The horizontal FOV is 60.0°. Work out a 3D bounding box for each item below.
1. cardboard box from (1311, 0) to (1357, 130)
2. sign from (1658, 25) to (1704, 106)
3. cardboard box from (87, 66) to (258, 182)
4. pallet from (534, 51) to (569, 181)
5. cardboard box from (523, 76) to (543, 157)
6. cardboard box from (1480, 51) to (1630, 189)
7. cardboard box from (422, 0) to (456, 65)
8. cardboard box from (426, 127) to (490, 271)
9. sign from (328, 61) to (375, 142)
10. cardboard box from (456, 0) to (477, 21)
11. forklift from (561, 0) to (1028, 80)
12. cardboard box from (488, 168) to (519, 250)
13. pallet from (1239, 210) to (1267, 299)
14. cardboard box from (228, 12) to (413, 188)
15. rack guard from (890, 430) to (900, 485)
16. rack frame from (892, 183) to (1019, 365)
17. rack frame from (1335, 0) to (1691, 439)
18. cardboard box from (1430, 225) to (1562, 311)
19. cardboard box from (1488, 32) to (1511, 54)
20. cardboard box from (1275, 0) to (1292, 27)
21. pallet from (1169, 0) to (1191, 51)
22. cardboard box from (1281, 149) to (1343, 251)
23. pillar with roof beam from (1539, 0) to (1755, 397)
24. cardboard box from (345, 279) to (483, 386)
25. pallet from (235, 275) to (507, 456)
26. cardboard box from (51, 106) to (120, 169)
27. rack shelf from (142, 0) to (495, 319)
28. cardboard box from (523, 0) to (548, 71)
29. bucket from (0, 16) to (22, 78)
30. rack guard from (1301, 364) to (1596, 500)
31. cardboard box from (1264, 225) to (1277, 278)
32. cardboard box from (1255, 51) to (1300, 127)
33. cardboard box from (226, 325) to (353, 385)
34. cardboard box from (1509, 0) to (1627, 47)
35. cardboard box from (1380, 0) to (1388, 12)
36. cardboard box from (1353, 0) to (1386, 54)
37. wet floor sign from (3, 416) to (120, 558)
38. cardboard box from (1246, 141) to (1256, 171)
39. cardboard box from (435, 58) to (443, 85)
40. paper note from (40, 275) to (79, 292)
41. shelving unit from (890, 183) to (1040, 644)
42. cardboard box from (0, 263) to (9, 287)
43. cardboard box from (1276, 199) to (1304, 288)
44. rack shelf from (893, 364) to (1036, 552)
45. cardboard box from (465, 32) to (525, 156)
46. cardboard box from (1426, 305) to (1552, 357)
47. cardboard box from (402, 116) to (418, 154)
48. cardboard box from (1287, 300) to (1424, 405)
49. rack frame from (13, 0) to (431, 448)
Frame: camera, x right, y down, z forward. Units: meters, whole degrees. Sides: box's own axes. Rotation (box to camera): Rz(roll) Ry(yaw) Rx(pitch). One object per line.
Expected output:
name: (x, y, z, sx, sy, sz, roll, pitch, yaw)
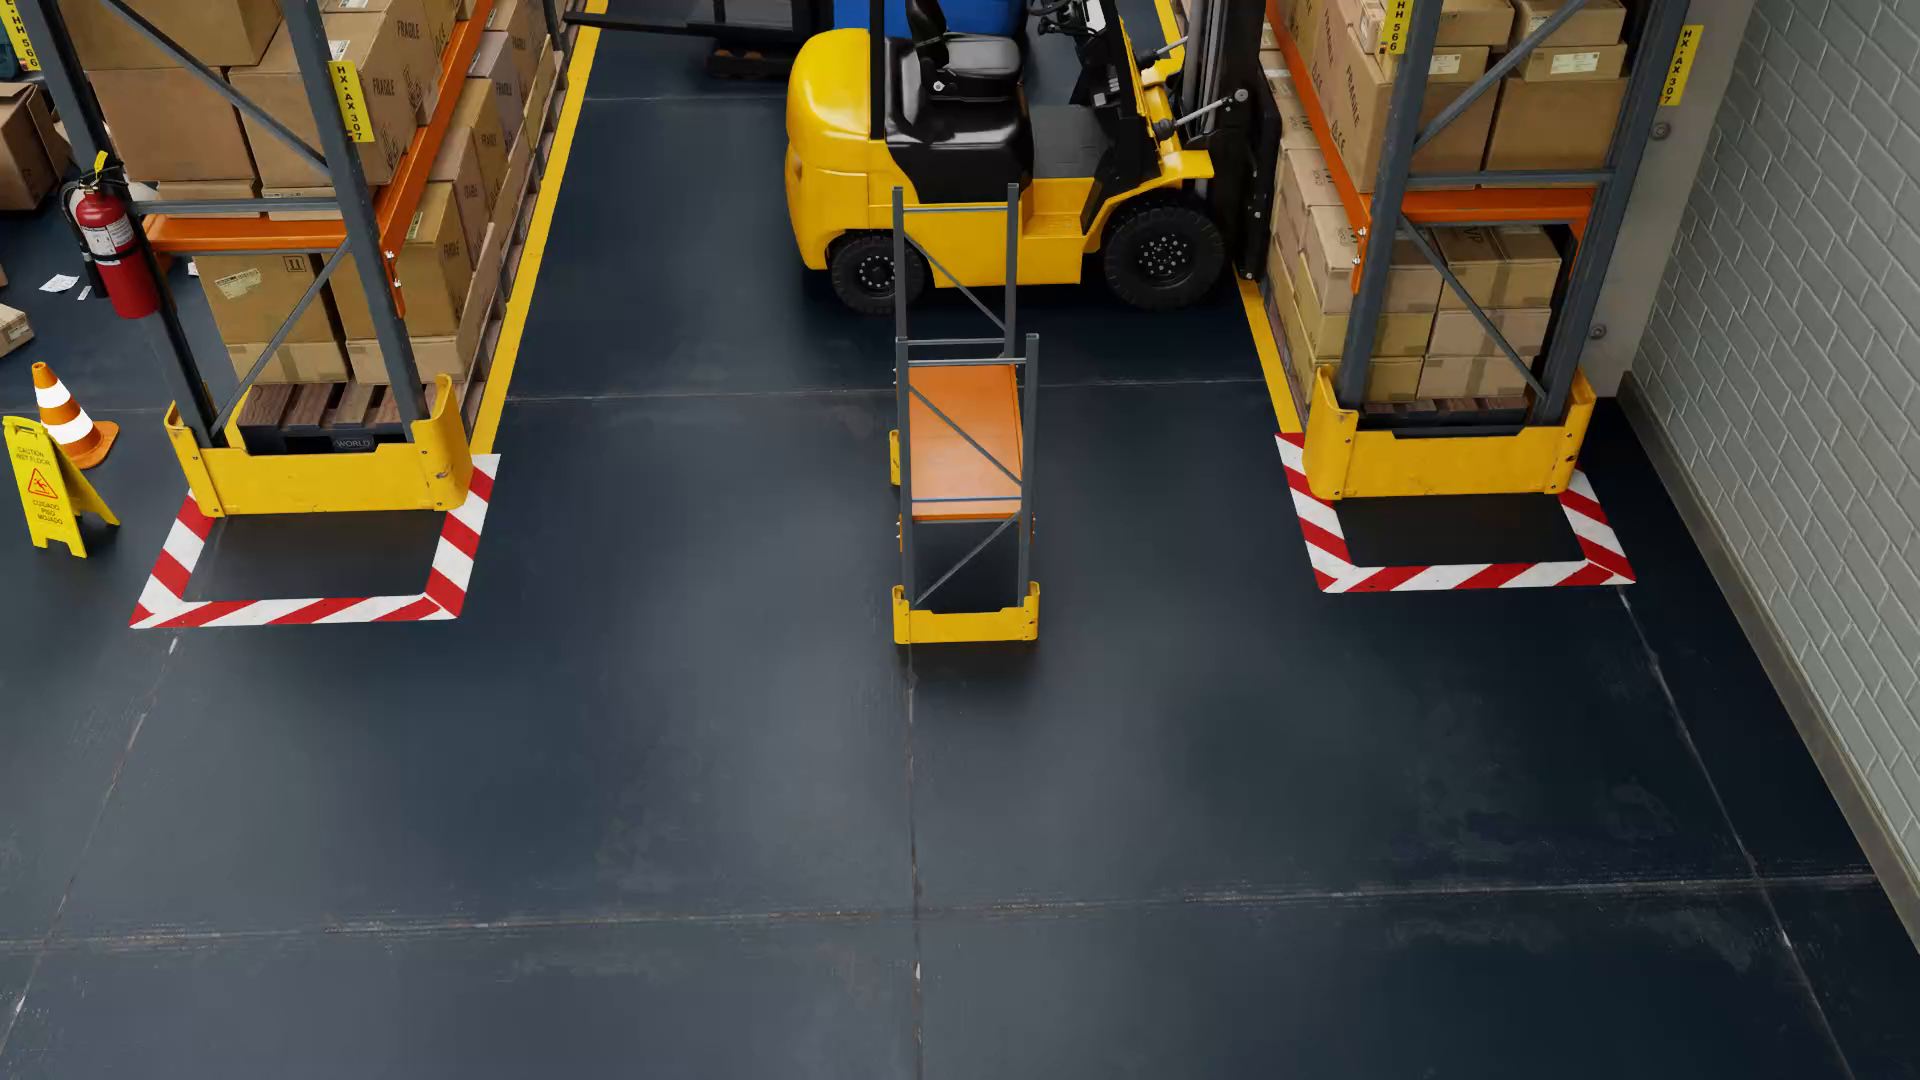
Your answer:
cardboard box: (1.864, -2.145, 7.296, 0.500, 0.500, 0.500, 0, 43, 0)
sign: (2.715, -1.793, 6.287, 0.100, 0.325, 0.005, -2, 43, -2)
cardboard box: (-3.097, -1.793, 6.692, 0.500, 0.500, 0.500, -2, 43, -3)
pallet: (-2.905, -2.508, 9.830, 1.003, 0.211, 1.213, -2, 43, -2)
cardboard box: (-2.643, -2.379, 9.349, 0.500, 0.250, 0.500, -3, 43, -3)
cardboard box: (2.416, -1.812, 6.933, 0.500, 0.500, 0.500, 0, 43, 0)
cardboard box: (-2.590, -2.456, 7.415, 0.500, 0.500, 0.500, -2, 43, -3)
cardboard box: (-2.585, -1.627, 7.974, 0.500, 0.500, 0.500, -3, 43, -3)
sign: (-2.257, -1.623, 6.160, 0.100, 0.325, 0.005, -2, 43, -2)
cardboard box: (-2.576, -2.655, 8.113, 0.380, 0.149, 0.250, -1, 43, -1)
forklift: (-1.126, -4.293, 9.765, 3.031, 2.935, 1.130, 6, 43, 7)
cardboard box: (-2.607, -1.694, 8.603, 0.500, 0.250, 0.500, 1, 43, 1)
pallet: (2.037, -1.742, 8.994, 1.003, 0.211, 1.213, -2, 43, -2)
cardboard box: (-2.542, -1.762, 6.658, 0.500, 0.500, 0.500, -2, 43, -2)
rack guard: (-0.018, -0.377, 7.476, 0.587, 0.250, 0.087, -2, 43, -2)
rack frame: (-0.018, -0.838, 7.055, 0.500, 1.500, 0.032, -2, 43, -2)
rack frame: (2.160, -1.433, 6.593, 1.000, 3.000, 0.127, -2, 43, -2)
cardboard box: (2.329, -1.272, 7.402, 0.500, 0.250, 0.500, -2, 43, -2)
cardboard box: (2.331, -2.110, 6.778, 0.380, 0.149, 0.250, -2, 43, -2)
cardboard box: (1.810, -2.830, 8.043, 0.500, 0.500, 0.500, -1, 43, -2)
pallet: (1.920, -3.601, 11.023, 1.003, 0.211, 1.213, -2, 43, -2)
cardboard box: (1.801, -1.589, 7.748, 0.500, 0.250, 0.500, -1, 43, -1)
pillar with roof beam: (-1.270, -4.017, 4.972, 9.100, 9.000, 0.400, -2, 43, -2)
cardboard box: (-2.557, -0.981, 7.825, 0.500, 0.250, 0.500, -2, 43, -2)
pallet: (-2.801, -0.861, 8.033, 1.003, 0.211, 1.213, -2, 43, -2)
cardboard box: (-5.079, -2.369, 9.638, 0.258, 0.266, 0.396, -32, 51, -30)
rack shelf: (-2.884, -2.373, 8.151, 1.077, 0.370, 4.000, -2, 43, -2)
cardboard box: (-2.676, -3.014, 9.487, 0.500, 0.500, 0.500, -2, 43, -2)
bucket: (-5.601, -3.106, 9.716, 0.726, 0.611, 0.620, 12, 34, 13)
rack guard: (2.161, -0.495, 7.420, 1.175, 0.500, 0.348, -2, 43, -2)
cardboard box: (1.800, -1.556, 8.452, 0.500, 0.250, 0.500, -1, 43, -1)
cardboard box: (1.756, -2.272, 8.493, 0.500, 0.250, 0.500, -2, 43, -3)
cardboard box: (-3.103, -0.983, 7.827, 0.500, 0.250, 0.500, -2, 43, -2)
cardboard box: (2.359, -2.051, 6.494, 0.380, 0.149, 0.250, -2, 43, -3)
cardboard box: (1.893, -2.220, 6.678, 0.380, 0.149, 0.250, -2, 43, -2)
cardboard box: (1.825, -2.106, 6.774, 0.380, 0.149, 0.250, -1, 43, -1)
wet floor sign: (-3.860, -0.261, 7.057, 0.267, 0.644, 0.232, 12, 44, 13)
cardboard box: (1.756, -2.103, 8.678, 0.500, 0.250, 0.500, -2, 43, -2)
cardboard box: (-2.571, -2.128, 7.538, 0.380, 0.149, 0.250, -1, 43, -1)
paper note: (-4.714, -1.348, 8.706, 0.148, 0.019, 0.142, 12, 44, 13)
shelving unit: (0.003, -0.501, 6.687, 0.587, 1.500, 1.083, -2, 43, -2)
cardboard box: (-5.403, -1.481, 8.493, 0.797, 0.503, 0.637, -32, 51, -30)
cardboard box: (1.816, -1.417, 7.930, 0.500, 0.250, 0.500, -2, 43, -2)
rack shelf: (0.004, -0.363, 6.802, 0.538, 0.185, 1.000, -2, 43, -2)
cardboard box: (-2.630, -2.326, 8.737, 0.500, 0.500, 0.500, 0, 43, 0)
cardboard box: (2.348, -1.082, 7.564, 0.500, 0.250, 0.500, -1, 43, -1)
cardboard box: (-2.562, -1.782, 7.160, 0.380, 0.149, 0.250, -3, 43, -3)
cardboard box: (1.824, -0.882, 7.717, 0.500, 0.250, 0.500, -1, 43, -1)
rack frame: (-2.799, -1.288, 6.435, 1.000, 3.000, 0.127, -2, 43, -2)
